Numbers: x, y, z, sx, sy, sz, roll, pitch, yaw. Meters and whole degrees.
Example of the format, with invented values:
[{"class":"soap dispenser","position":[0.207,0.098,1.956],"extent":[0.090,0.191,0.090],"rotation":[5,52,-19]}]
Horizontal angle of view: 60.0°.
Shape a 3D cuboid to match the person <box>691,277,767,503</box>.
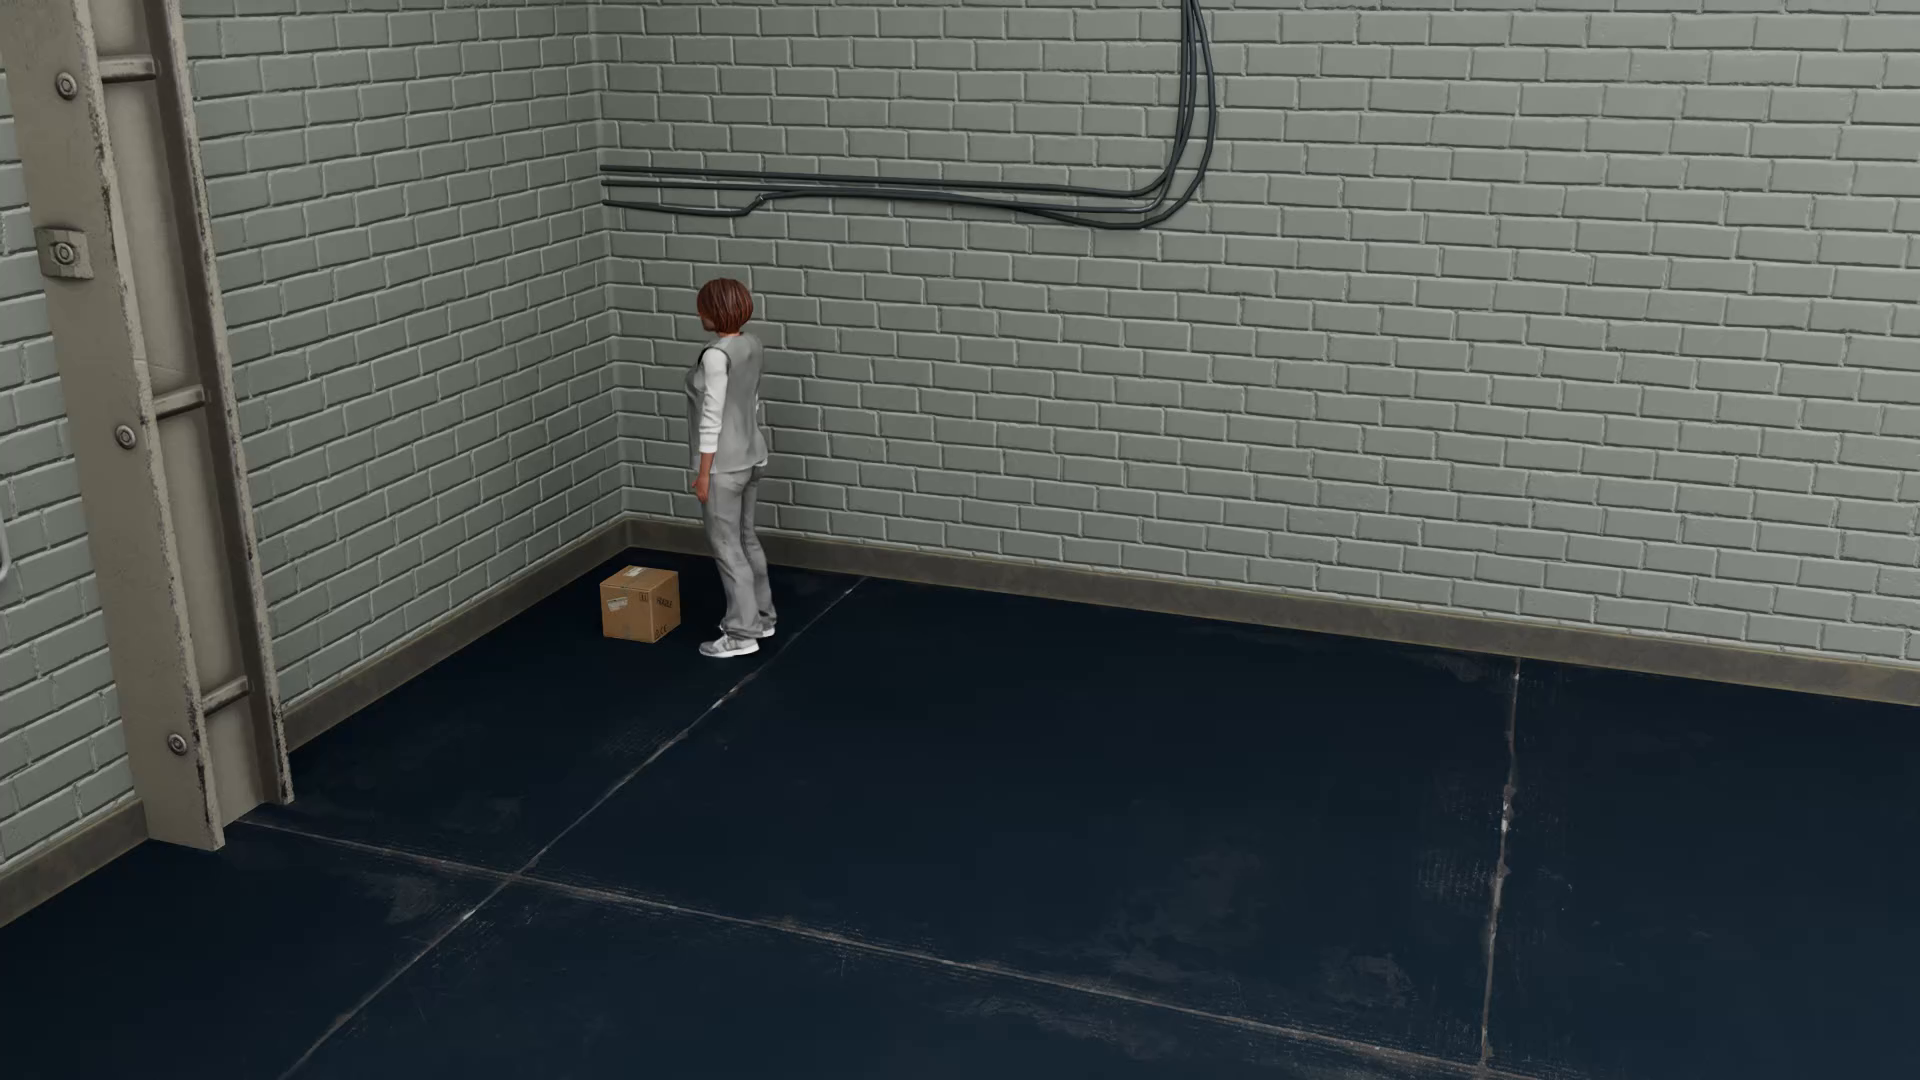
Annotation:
[{"class":"person","position":[-0.969,-0.616,6.851],"extent":[0.278,0.921,0.408],"rotation":[7,20,19]}]
